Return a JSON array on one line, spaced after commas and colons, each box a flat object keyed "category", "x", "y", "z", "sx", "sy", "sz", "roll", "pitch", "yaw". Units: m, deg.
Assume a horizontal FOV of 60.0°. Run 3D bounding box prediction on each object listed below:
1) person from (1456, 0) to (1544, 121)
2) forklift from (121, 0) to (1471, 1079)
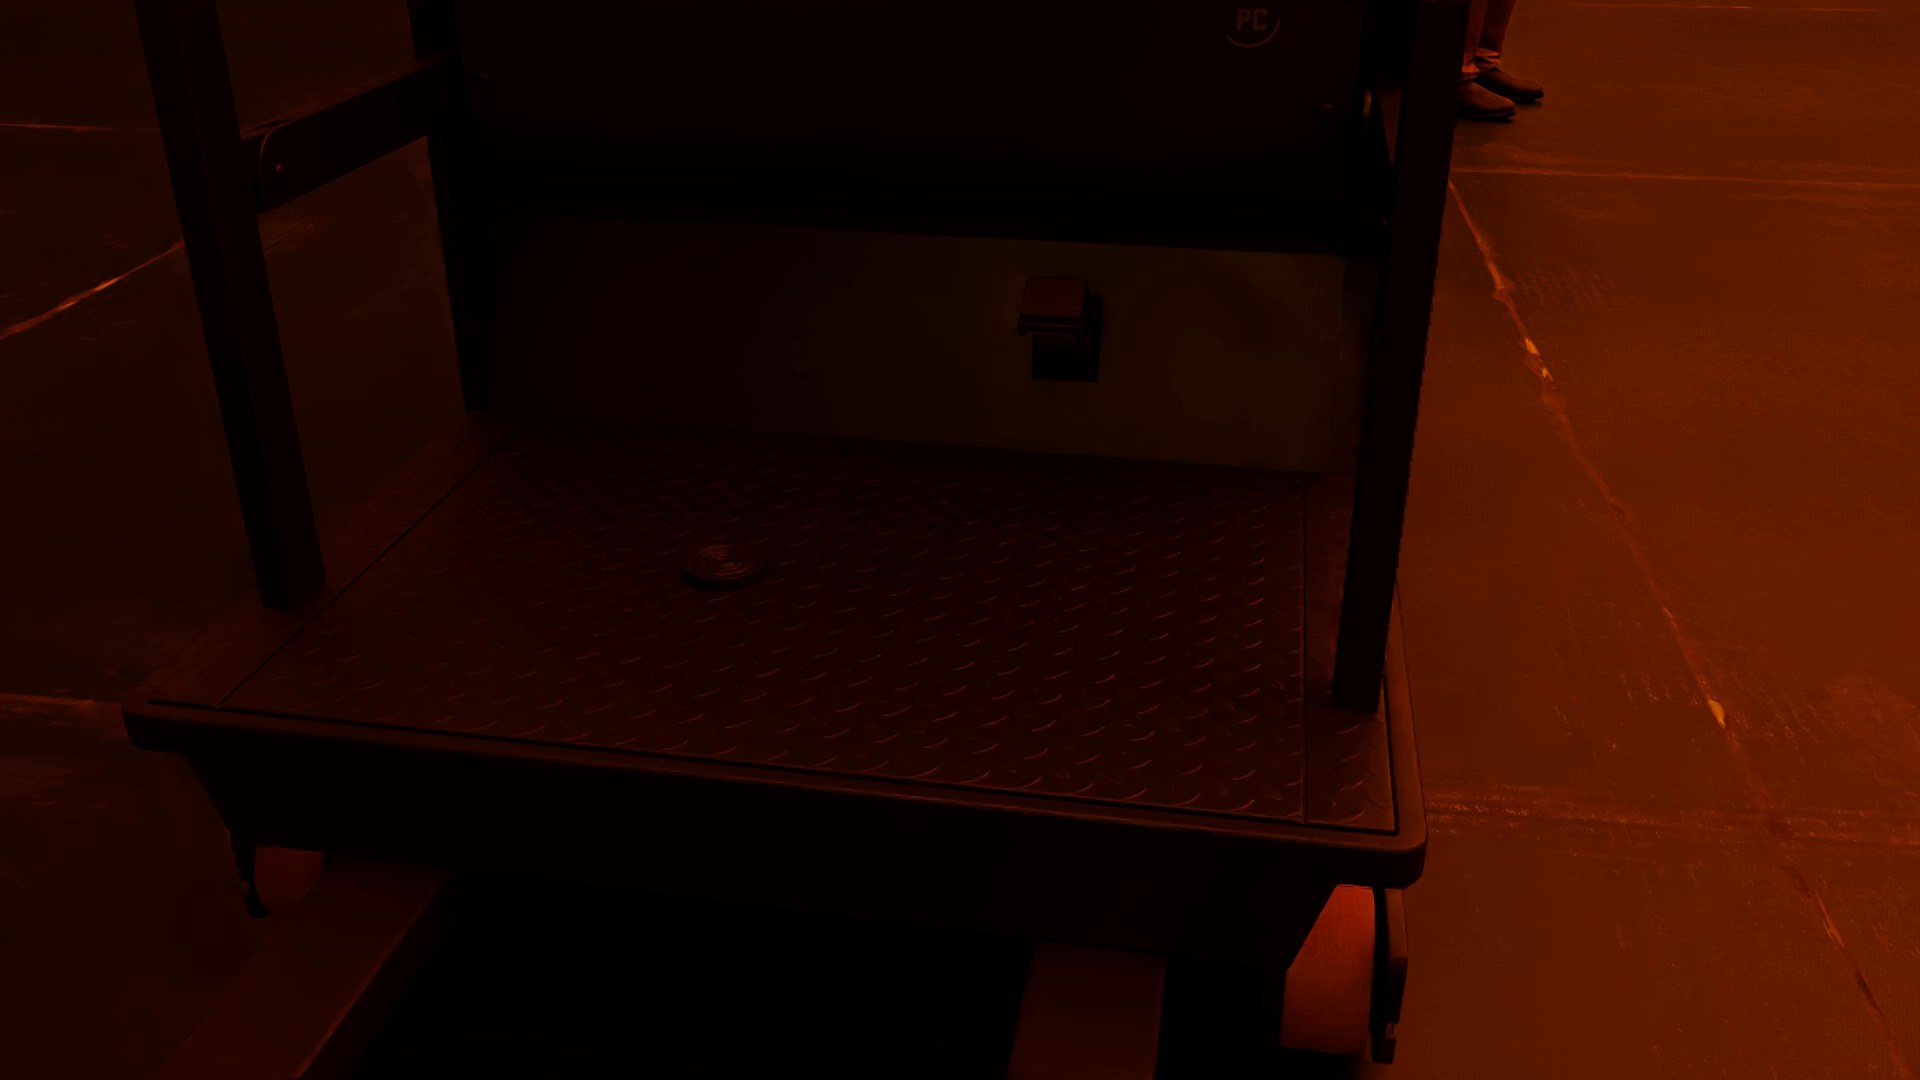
[{"category": "person", "x": 1.640, "y": -2.151, "z": 4.889, "sx": 0.372, "sy": 1.722, "sz": 0.550, "roll": 19, "pitch": 32, "yaw": 33}, {"category": "forklift", "x": -0.101, "y": -1.012, "z": 1.245, "sx": 1.130, "sy": 2.935, "sz": 3.031, "roll": 5, "pitch": 27, "yaw": 9}]
